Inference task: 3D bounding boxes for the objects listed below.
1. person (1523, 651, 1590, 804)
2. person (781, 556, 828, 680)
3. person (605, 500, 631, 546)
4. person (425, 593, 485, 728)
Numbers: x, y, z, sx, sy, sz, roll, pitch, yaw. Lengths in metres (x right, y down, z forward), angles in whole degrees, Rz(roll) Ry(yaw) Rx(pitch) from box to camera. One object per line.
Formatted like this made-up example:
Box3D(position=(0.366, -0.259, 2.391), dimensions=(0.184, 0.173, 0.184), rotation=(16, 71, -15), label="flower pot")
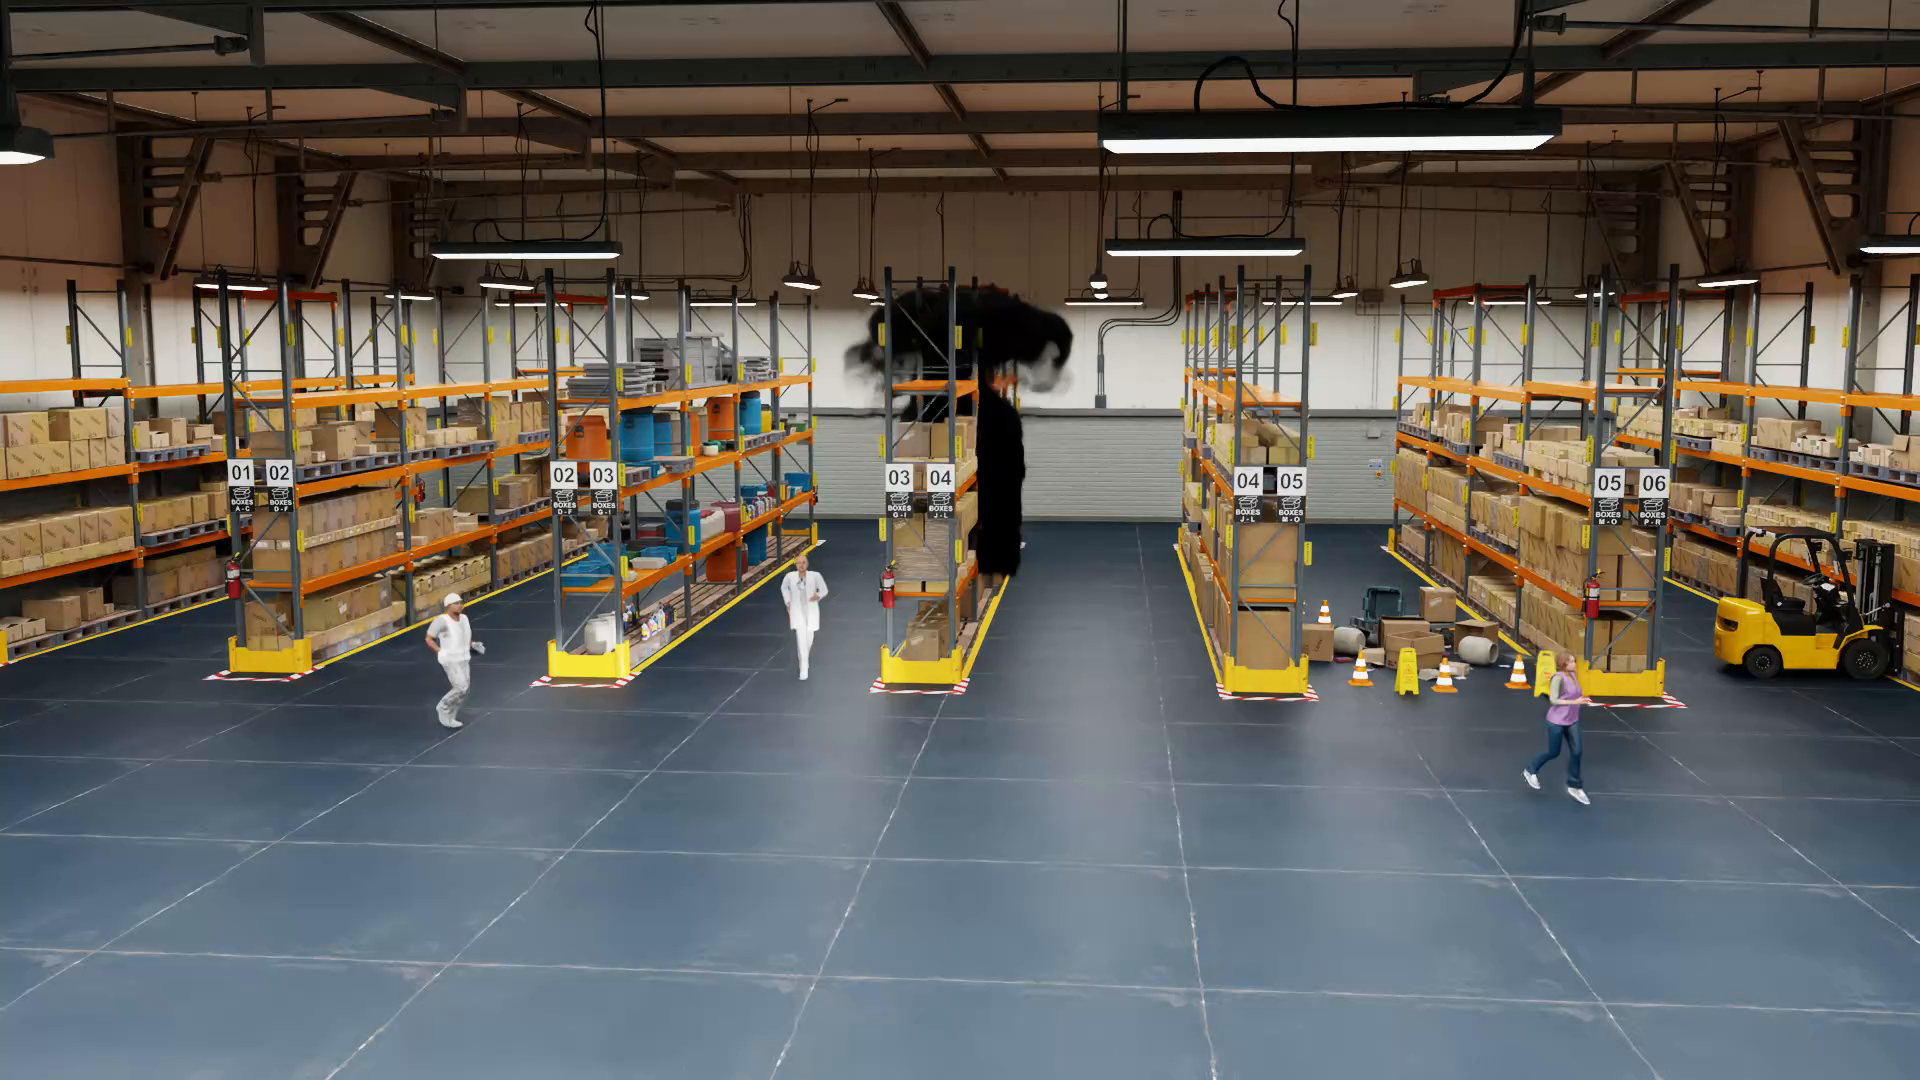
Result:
Box3D(position=(6.533, 2.008, 18.140), dimensions=(0.575, 1.631, 0.771), rotation=(-5, 9, -38), label="person")
Box3D(position=(-2.312, 1.116, 24.793), dimensions=(0.692, 1.794, 0.979), rotation=(-1, 7, -8), label="person")
Box3D(position=(-6.906, 0.034, 33.709), dimensions=(0.640, 1.730, 0.938), rotation=(0, 7, 1), label="person")
Box3D(position=(-6.421, 1.548, 21.297), dimensions=(0.570, 1.735, 0.657), rotation=(3, 8, 23), label="person")
